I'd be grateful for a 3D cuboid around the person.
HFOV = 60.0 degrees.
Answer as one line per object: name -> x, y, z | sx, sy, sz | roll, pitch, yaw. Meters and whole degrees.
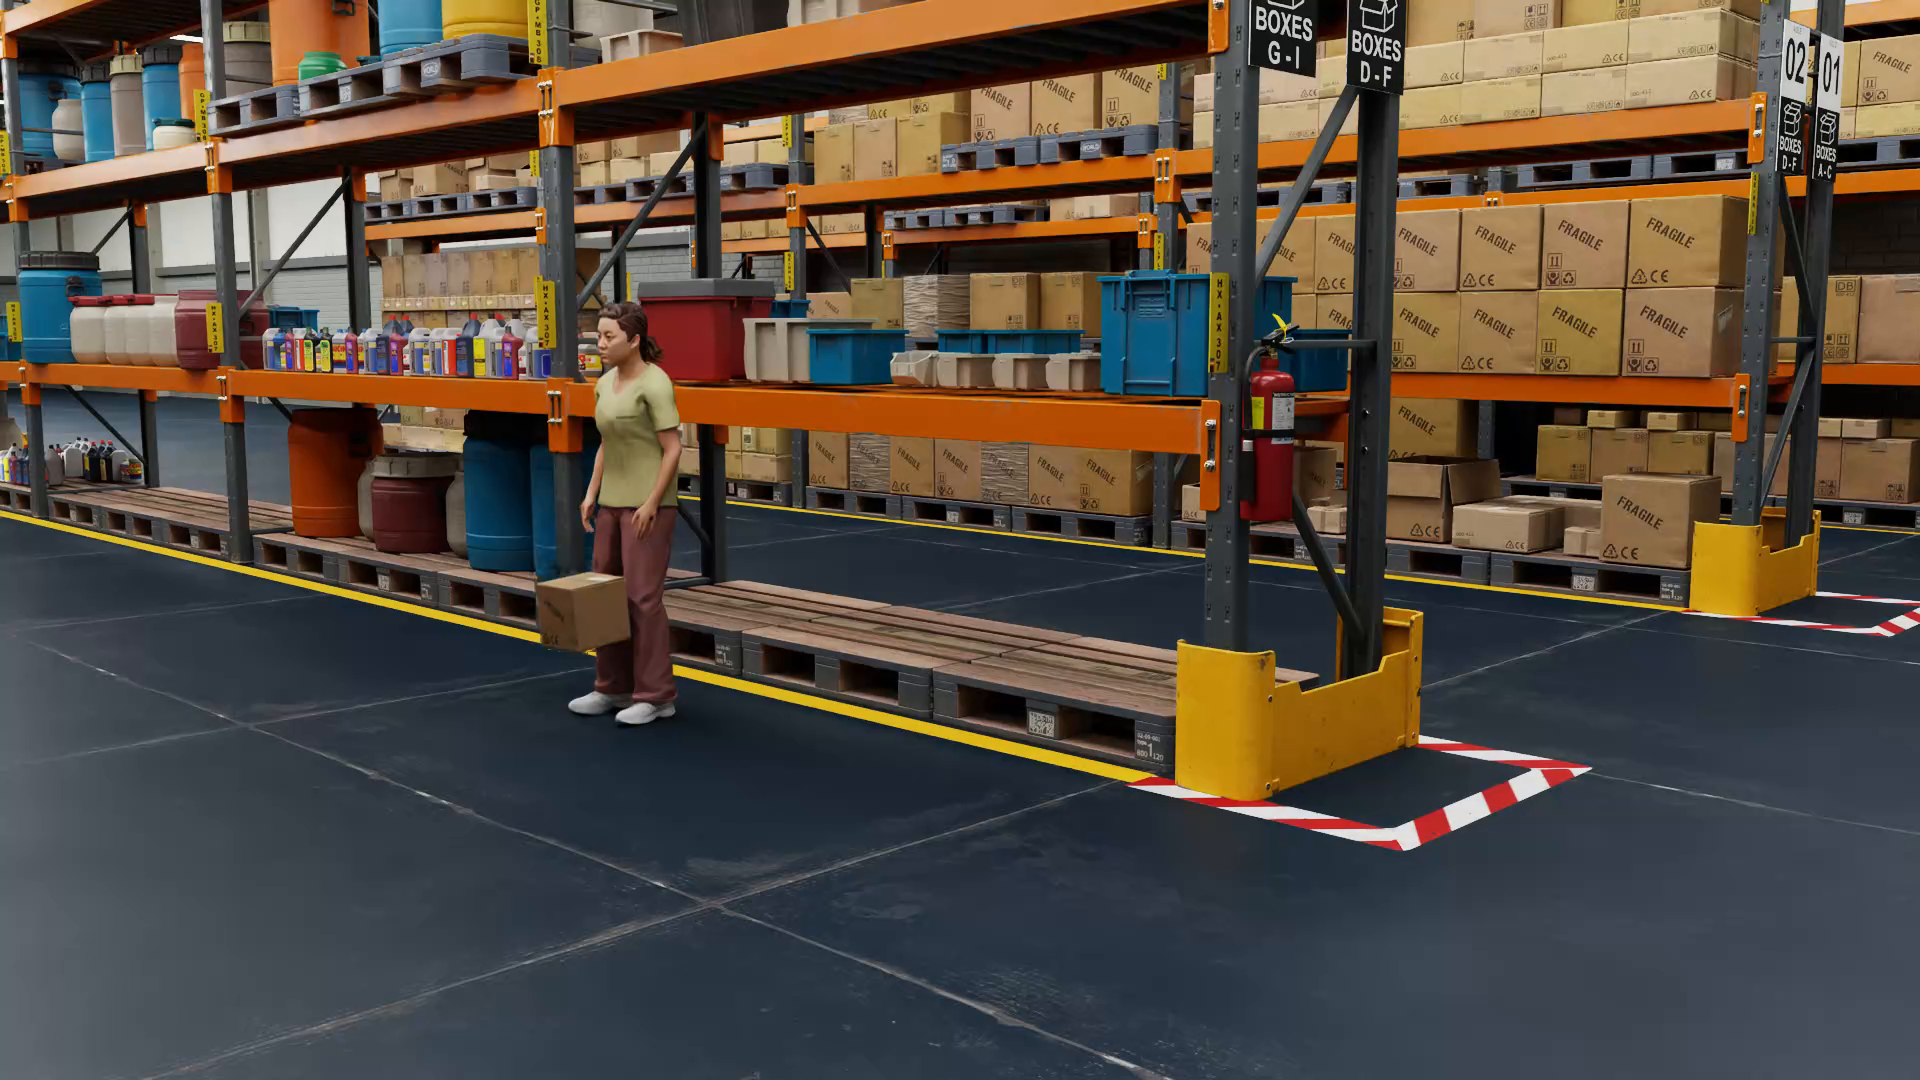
person -> -1.322, -0.114, 6.673 | 0.483, 1.675, 0.359 | 6, 10, 42
